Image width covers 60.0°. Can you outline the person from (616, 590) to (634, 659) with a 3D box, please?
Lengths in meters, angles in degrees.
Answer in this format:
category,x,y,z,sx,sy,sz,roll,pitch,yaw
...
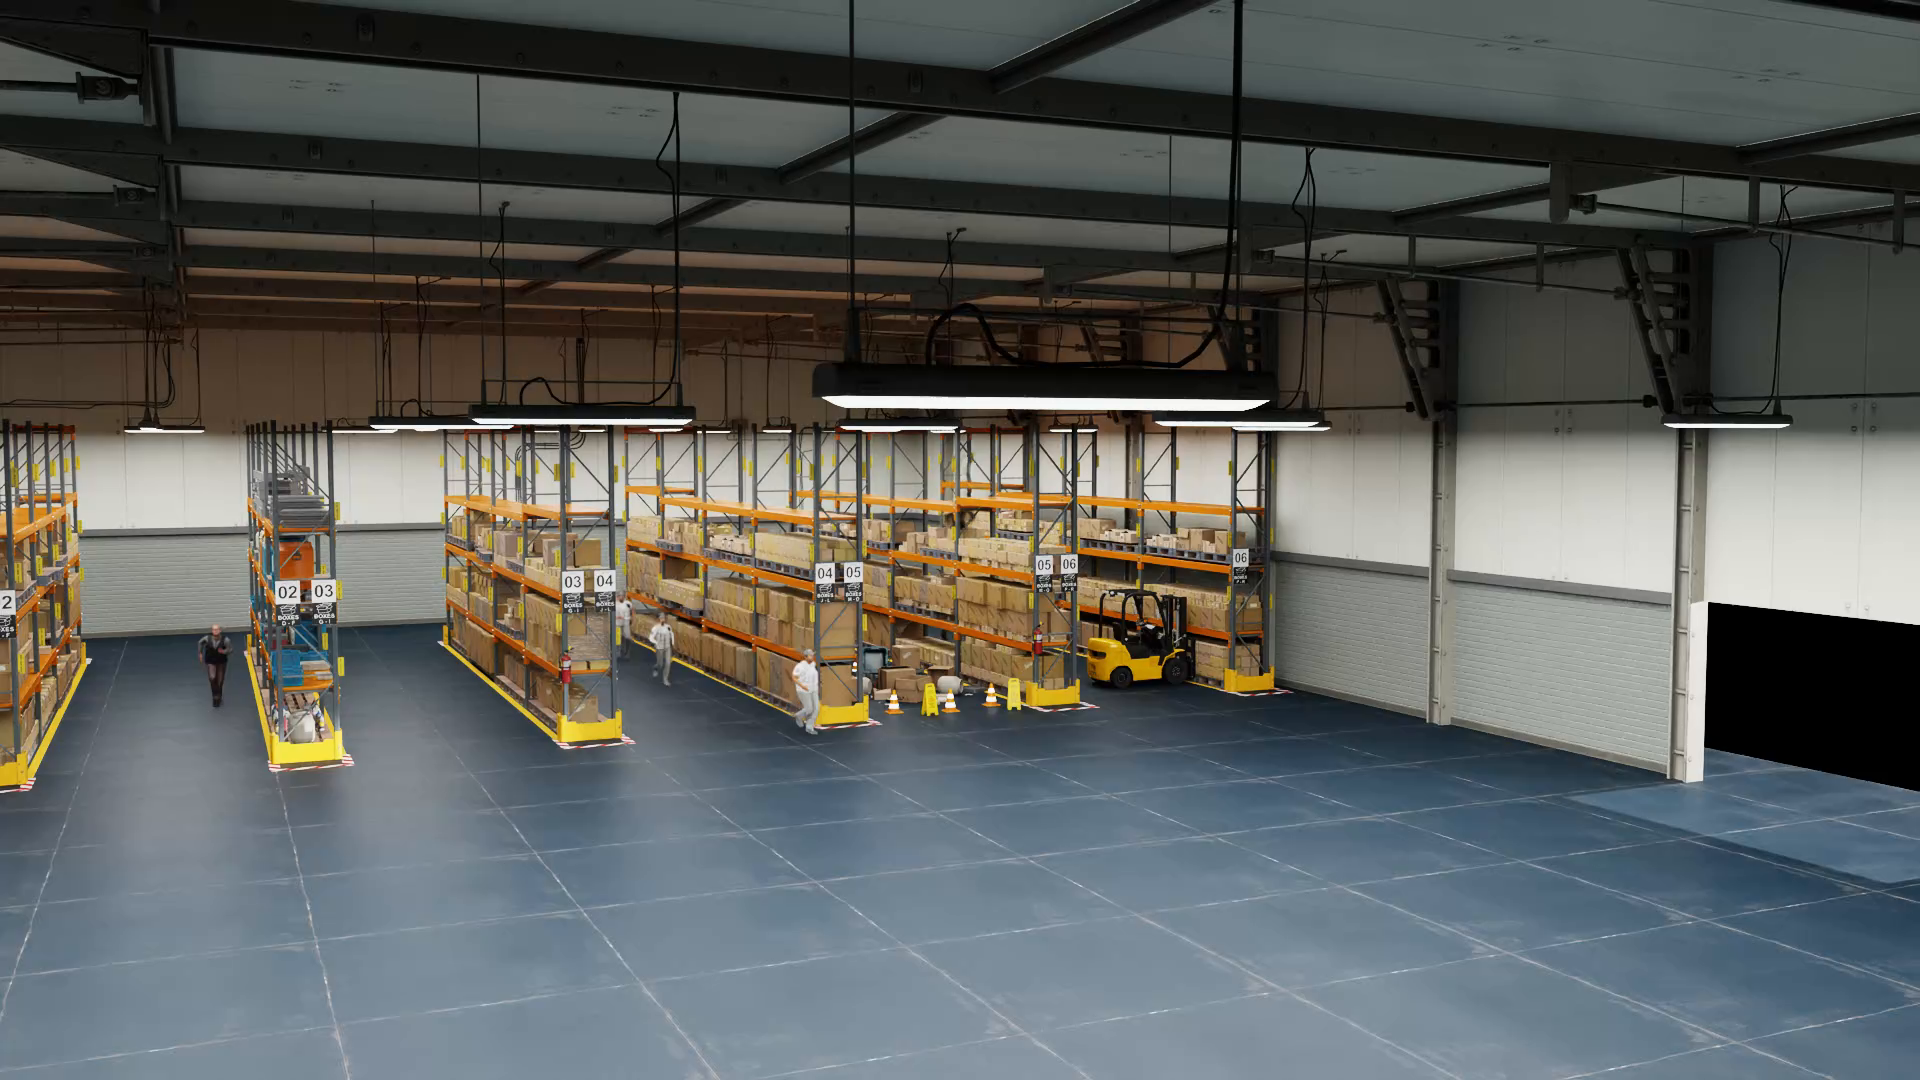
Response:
category,x,y,z,sx,sy,sz,roll,pitch,yaw
person,-8.664,2.195,42.708,0.678,1.848,0.740,-1,4,-23

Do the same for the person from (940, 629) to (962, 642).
category,x,y,z,sx,sy,sz,roll,pitch,yaw
person,-0.222,2.047,44.775,0.668,1.816,1.171,-1,4,-21

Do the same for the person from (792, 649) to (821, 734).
category,x,y,z,sx,sy,sz,roll,pitch,yaw
person,-2.950,2.918,32.074,0.532,1.637,0.639,3,5,43

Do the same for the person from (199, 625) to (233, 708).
category,x,y,z,sx,sy,sz,roll,pitch,yaw
person,-15.787,2.666,35.300,0.679,1.760,0.849,-2,4,-24

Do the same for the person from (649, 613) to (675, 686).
category,x,y,z,sx,sy,sz,roll,pitch,yaw
person,-6.850,2.503,38.382,0.632,1.666,0.842,-2,4,-29
